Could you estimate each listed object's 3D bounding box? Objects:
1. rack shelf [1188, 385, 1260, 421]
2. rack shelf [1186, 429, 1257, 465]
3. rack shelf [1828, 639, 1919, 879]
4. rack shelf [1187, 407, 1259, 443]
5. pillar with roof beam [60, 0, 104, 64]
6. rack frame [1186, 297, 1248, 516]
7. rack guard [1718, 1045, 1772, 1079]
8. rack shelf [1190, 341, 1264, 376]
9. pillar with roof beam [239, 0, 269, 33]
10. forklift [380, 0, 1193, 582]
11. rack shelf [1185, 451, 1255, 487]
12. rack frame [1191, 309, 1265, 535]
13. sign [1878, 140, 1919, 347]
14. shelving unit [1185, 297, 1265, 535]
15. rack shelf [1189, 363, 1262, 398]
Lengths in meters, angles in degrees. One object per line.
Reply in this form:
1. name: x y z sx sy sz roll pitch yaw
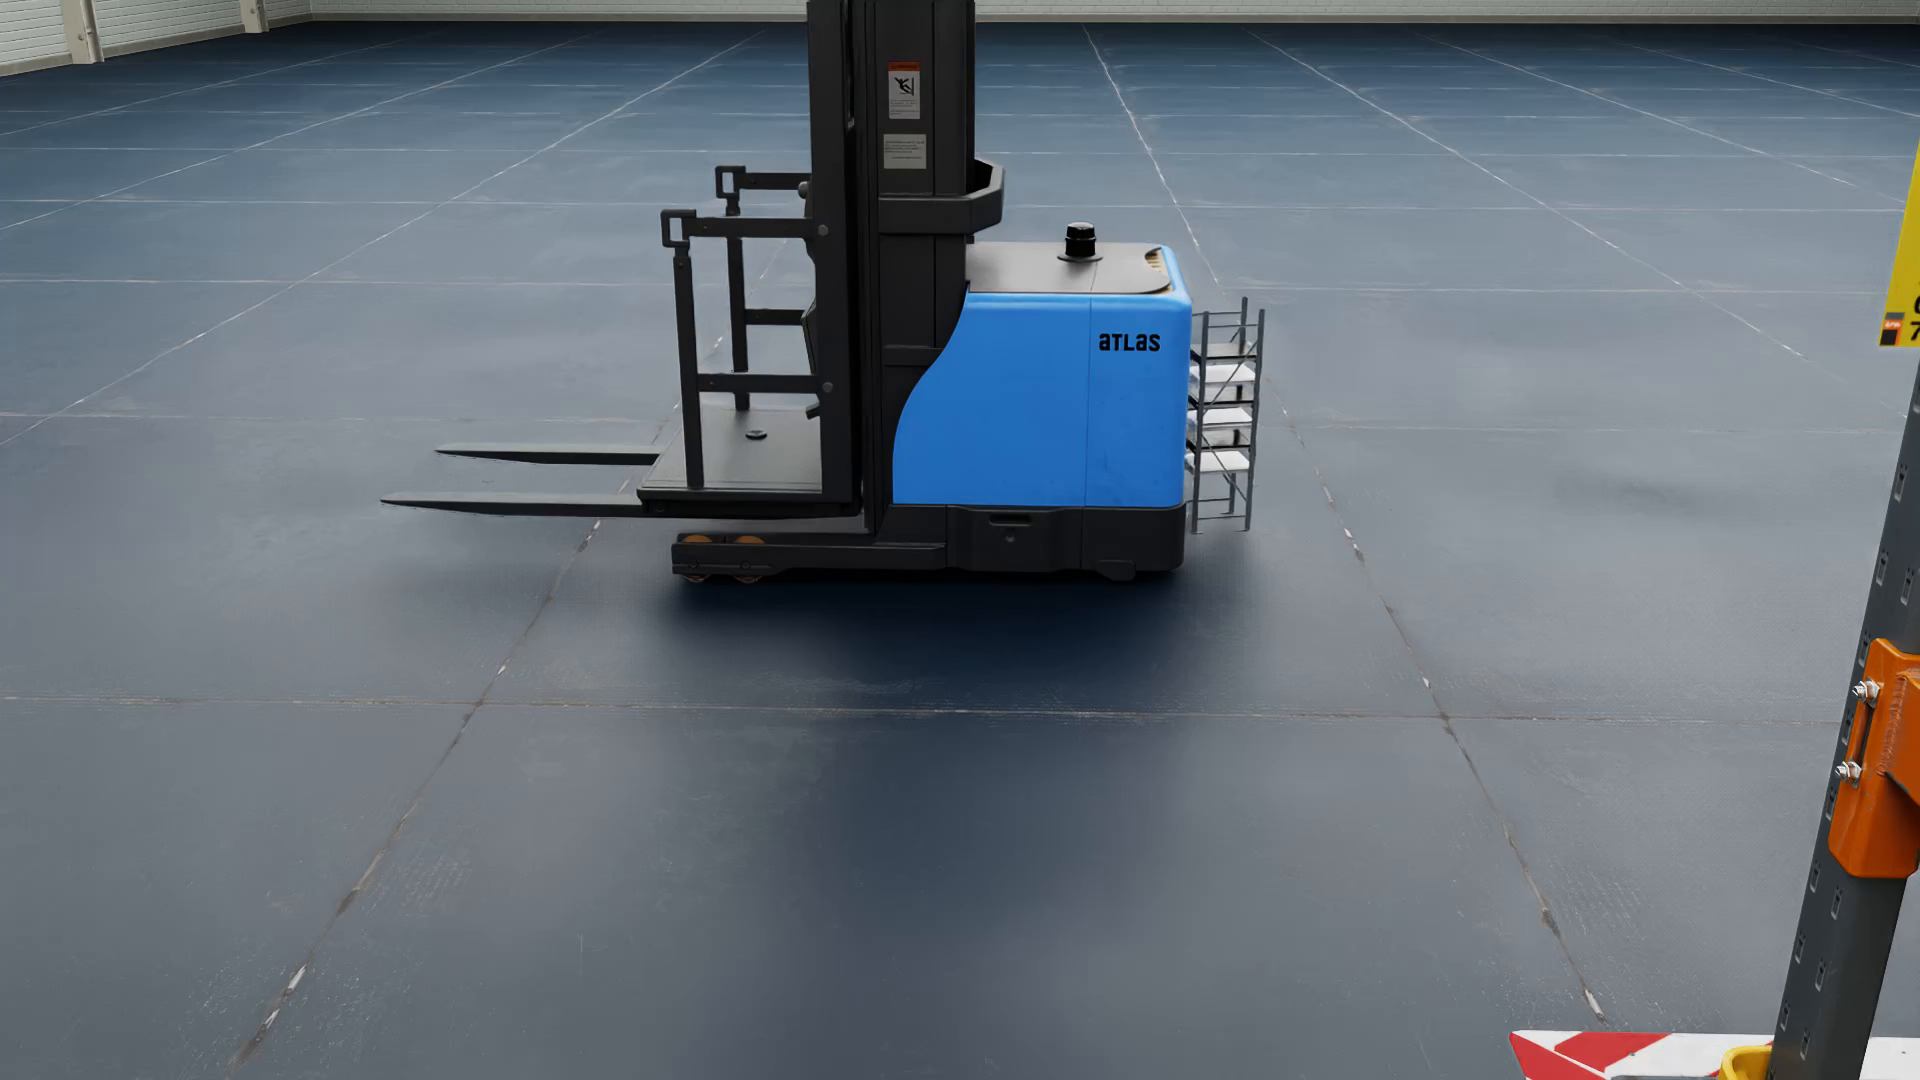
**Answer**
1. rack shelf: 1.019 -0.538 6.514 0.258 0.077 0.200 -3 21 -9
2. rack shelf: 1.019 -0.370 6.579 0.258 0.077 0.200 -3 21 -9
3. rack shelf: 1.822 1.044 0.685 1.077 0.370 4.000 1 21 2
4. rack shelf: 1.019 -0.454 6.547 0.258 0.077 0.200 -3 21 -9
5. pillar with roof beam: -8.873 -11.362 23.371 9.100 9.000 0.400 1 21 2
6. rack frame: 1.002 -0.521 6.628 0.240 0.900 0.006 -3 21 -9
7. rack guard: 1.881 1.179 2.800 1.175 0.500 0.348 1 21 2
8. rack shelf: 1.019 -0.706 6.449 0.258 0.077 0.200 -3 21 -9
9. pillar with roof beam: -8.690 -13.531 28.962 9.100 9.000 0.400 1 21 2
10. forklift: -0.669 -1.401 6.088 3.031 2.935 1.130 1 21 3
11. rack shelf: 1.019 -0.286 6.612 0.258 0.077 0.200 -3 21 -9
12. rack frame: 1.036 -0.449 6.441 0.240 0.900 0.006 -3 21 -9
13. sign: 1.341 -0.424 2.278 0.100 0.325 0.005 1 21 2
14. shelving unit: 1.019 -0.485 6.535 0.258 0.900 0.210 -3 21 -9
15. rack shelf: 1.019 -0.622 6.482 0.258 0.077 0.200 -3 21 -9
